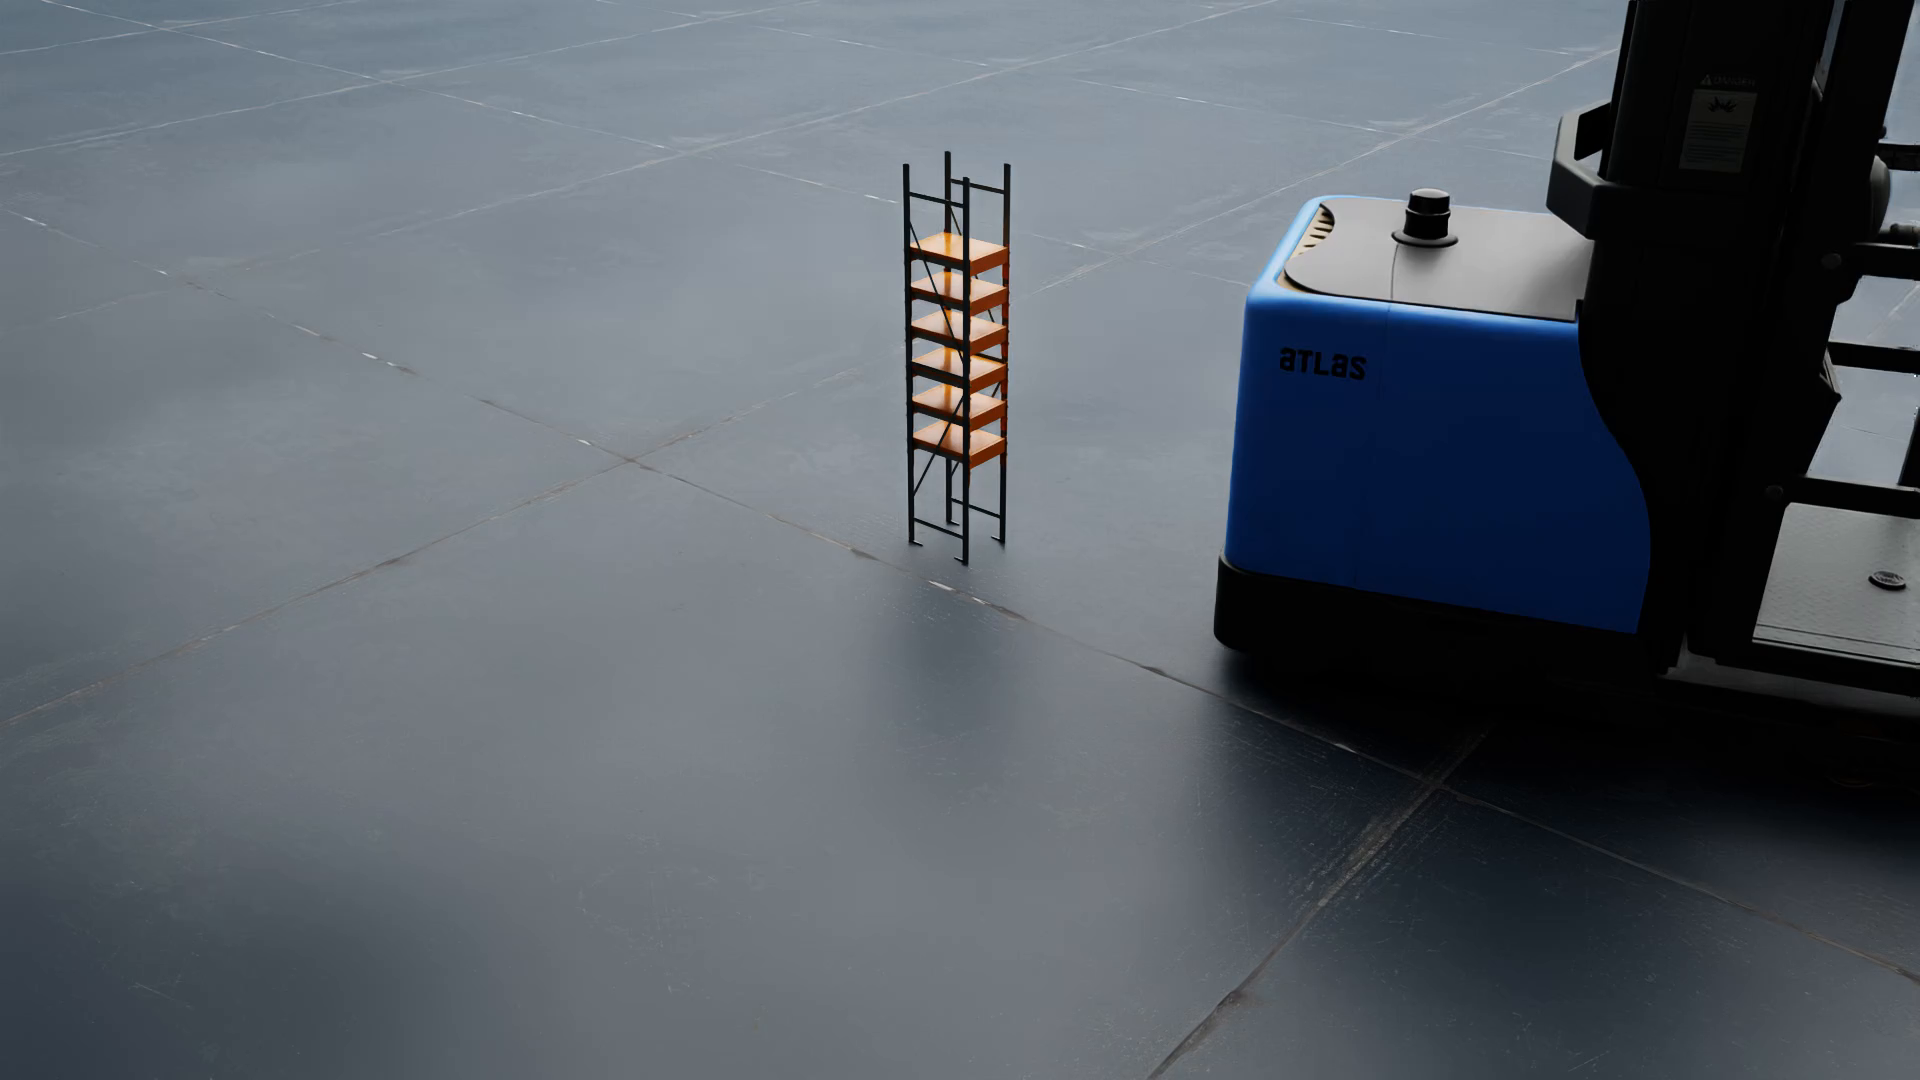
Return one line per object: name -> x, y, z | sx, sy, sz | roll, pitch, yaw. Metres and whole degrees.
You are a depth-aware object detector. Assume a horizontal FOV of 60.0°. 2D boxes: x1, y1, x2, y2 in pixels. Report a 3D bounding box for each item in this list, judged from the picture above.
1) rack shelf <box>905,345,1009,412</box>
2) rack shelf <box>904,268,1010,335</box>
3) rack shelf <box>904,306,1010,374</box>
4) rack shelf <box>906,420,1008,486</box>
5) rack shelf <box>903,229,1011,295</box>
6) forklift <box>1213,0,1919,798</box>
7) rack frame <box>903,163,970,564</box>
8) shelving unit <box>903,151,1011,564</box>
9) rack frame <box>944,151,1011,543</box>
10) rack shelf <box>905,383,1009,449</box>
rack shelf -> -0.009, -0.488, 4.985 | 0.258, 0.103, 0.180 | 21, 34, 34
rack shelf -> -0.009, -0.701, 4.875 | 0.258, 0.103, 0.180 | 21, 34, 34
rack shelf -> -0.009, -0.595, 4.930 | 0.258, 0.103, 0.180 | 21, 34, 34
rack shelf -> -0.009, -0.275, 5.095 | 0.258, 0.103, 0.180 | 21, 34, 34
rack shelf -> -0.009, -0.808, 4.819 | 0.258, 0.103, 0.180 | 21, 34, 34
forklift -> 2.273, -0.941, 3.878 | 3.031, 2.935, 1.130 | 9, 29, 17
rack frame -> -0.067, -0.495, 4.902 | 0.240, 1.200, 0.006 | 21, 34, 34
shelving unit -> -0.009, -0.528, 4.964 | 0.258, 1.200, 0.189 | 21, 34, 34
rack frame -> 0.049, -0.560, 5.027 | 0.240, 1.200, 0.006 | 21, 34, 34
rack shelf -> -0.009, -0.382, 5.040 | 0.258, 0.103, 0.180 | 21, 34, 34
